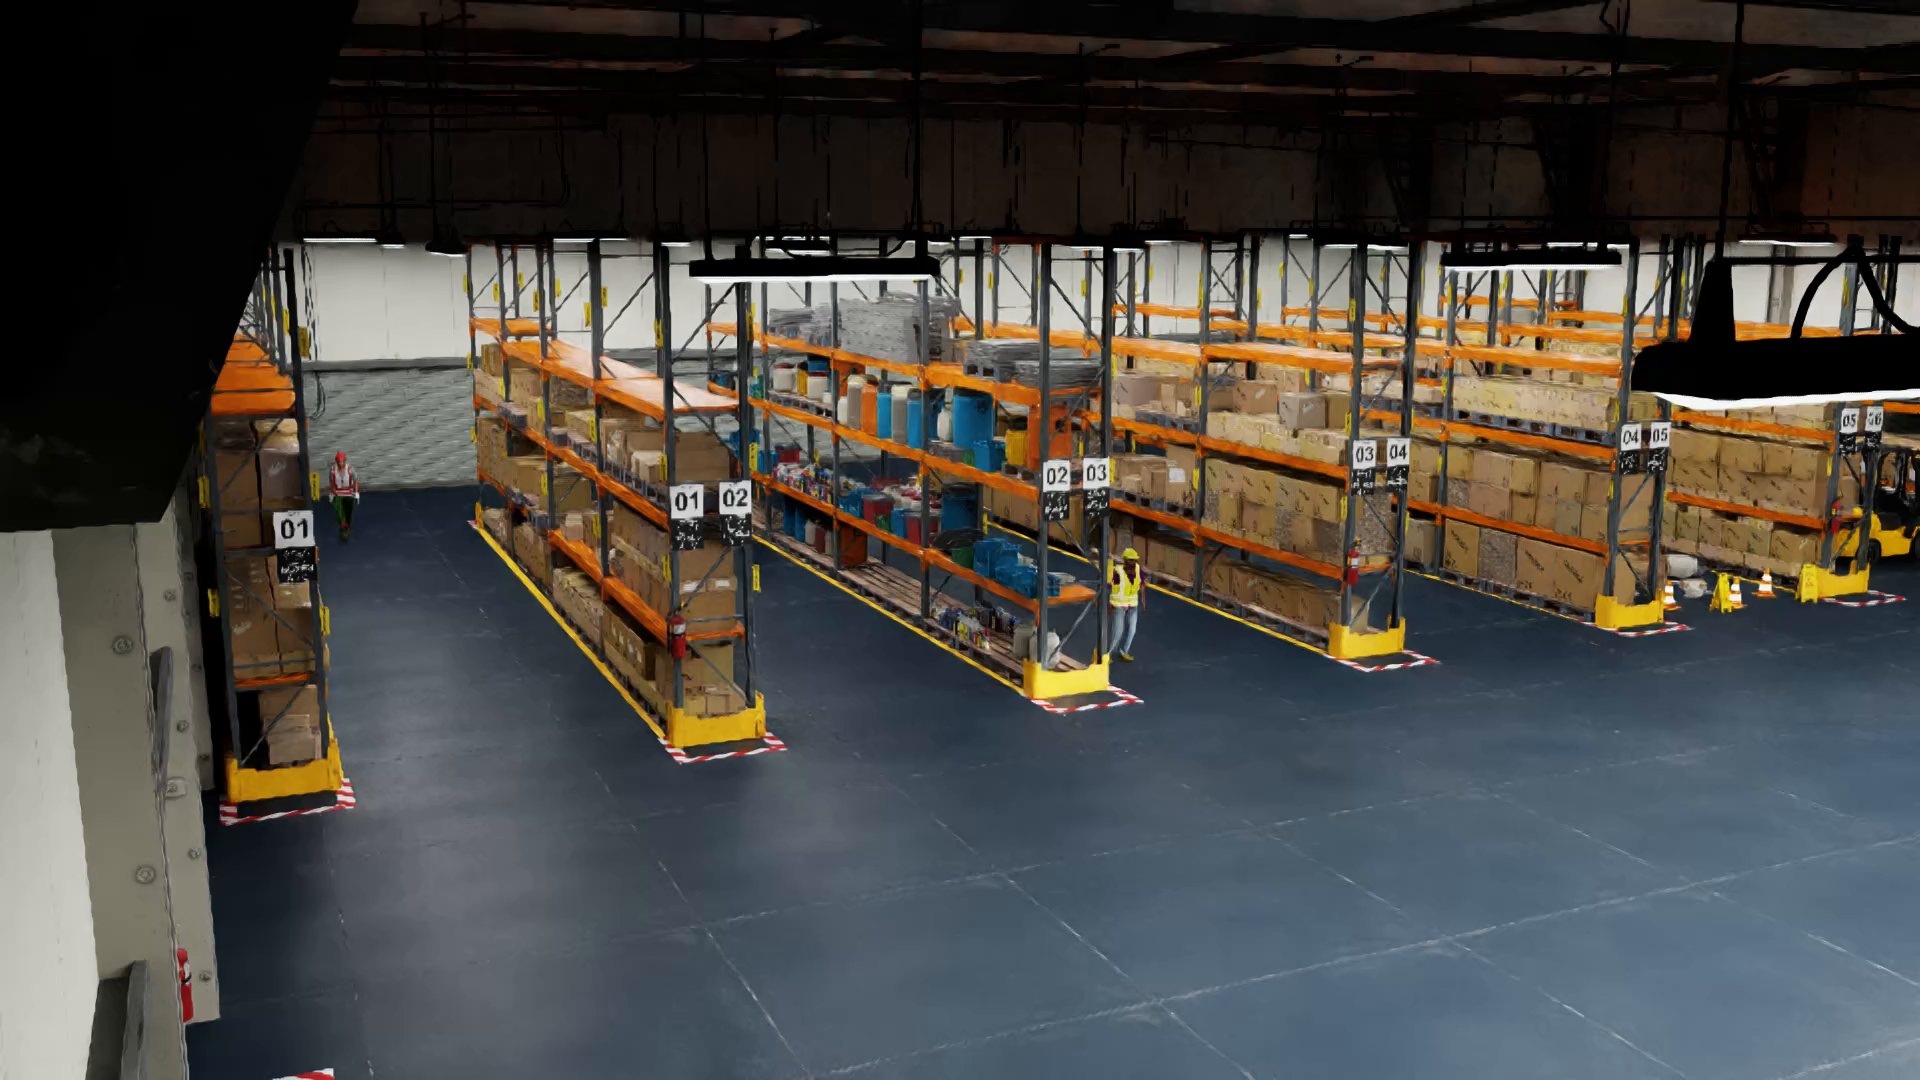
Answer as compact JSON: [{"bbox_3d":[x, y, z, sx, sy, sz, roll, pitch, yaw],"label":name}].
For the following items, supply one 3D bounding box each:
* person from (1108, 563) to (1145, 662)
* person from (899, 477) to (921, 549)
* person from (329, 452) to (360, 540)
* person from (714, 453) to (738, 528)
[{"bbox_3d":[2.356,1.044,23.881,0.690,1.489,0.394,-5,12,-26],"label":"person"},{"bbox_3d":[-0.919,-0.518,31.608,0.451,1.556,1.086,-4,12,-21],"label":"person"},{"bbox_3d":[-12.279,-0.894,33.177,0.567,1.736,1.043,-5,12,-24],"label":"person"},{"bbox_3d":[-4.735,-0.990,34.029,0.644,1.563,0.663,-1,11,-3],"label":"person"}]
